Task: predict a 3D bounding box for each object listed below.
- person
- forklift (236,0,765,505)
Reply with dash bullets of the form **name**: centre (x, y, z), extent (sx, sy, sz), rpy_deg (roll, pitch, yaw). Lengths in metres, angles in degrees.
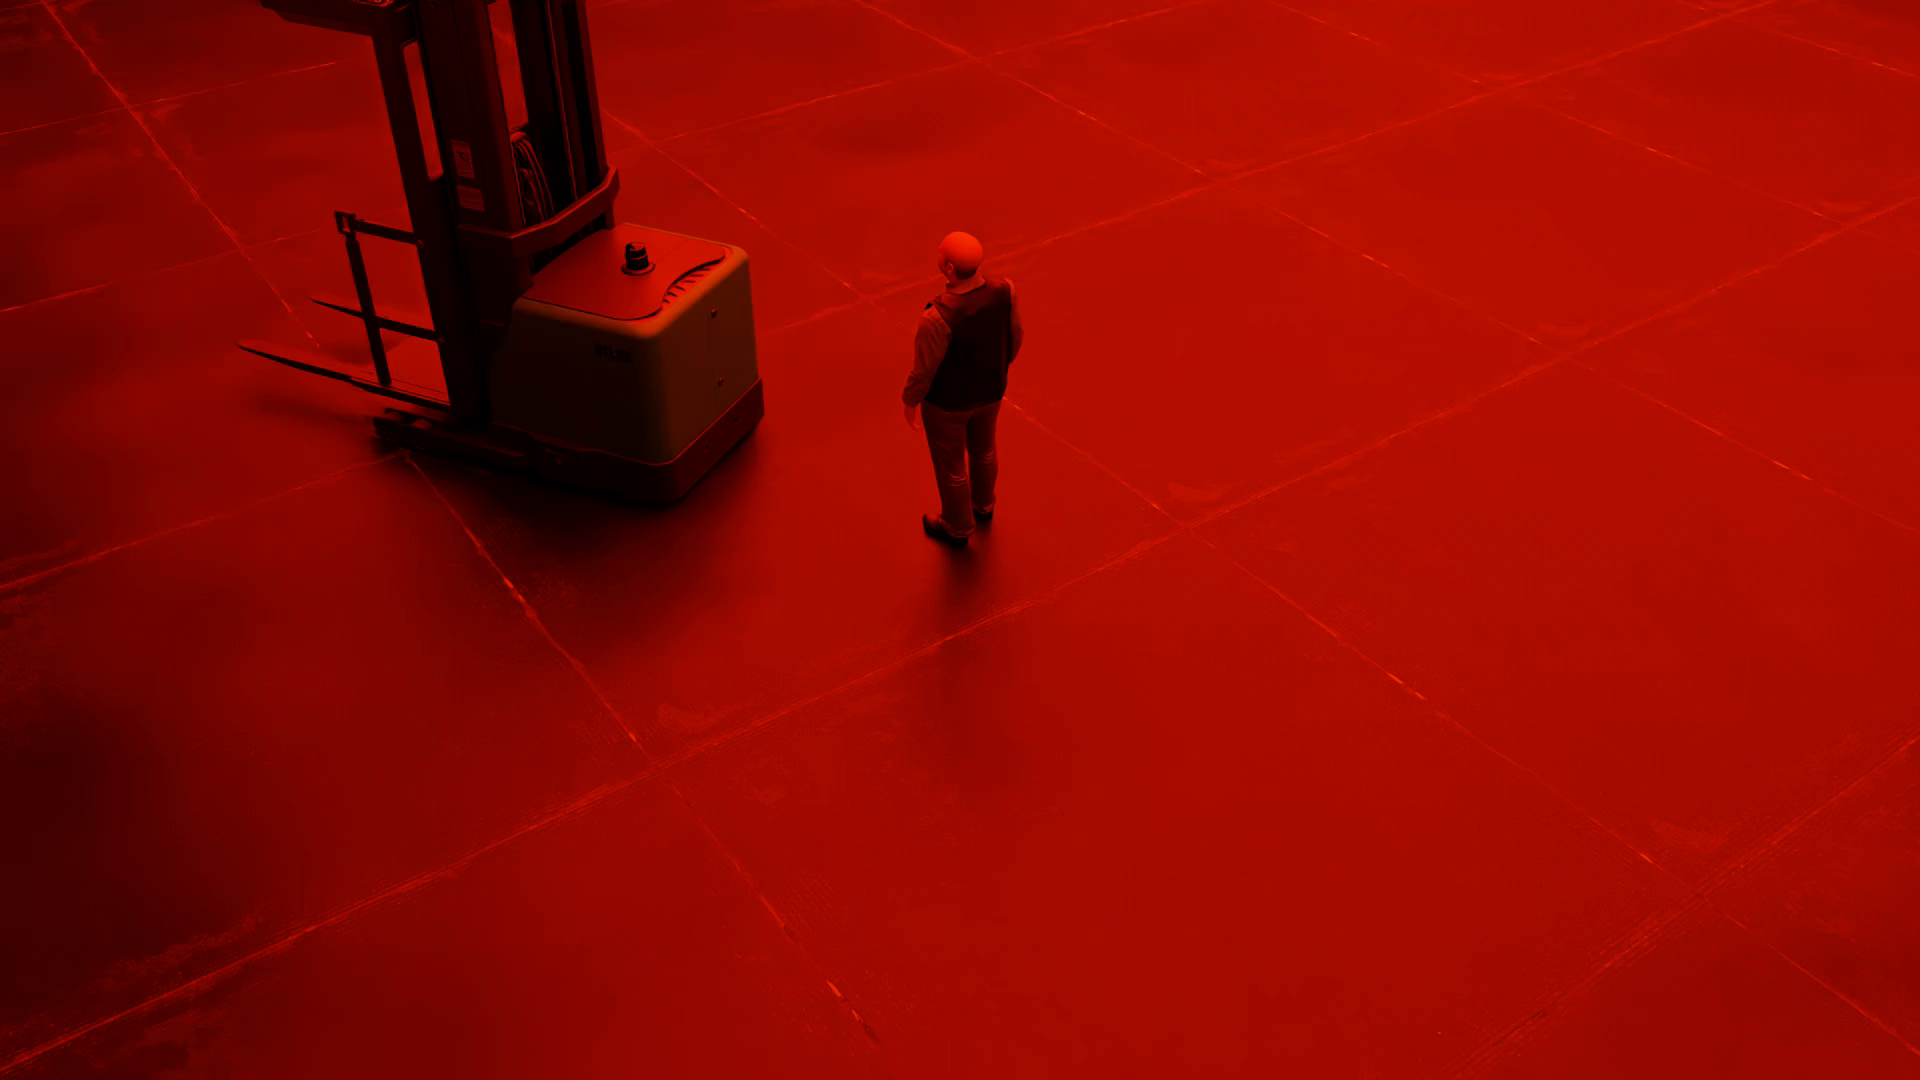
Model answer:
- **person**: centre (-0.029, -0.731, 7.938), extent (0.632, 1.720, 0.568), rpy_deg (-23, 42, -28)
- **forklift**: centre (-2.647, -1.939, 8.567), extent (3.031, 2.935, 1.130), rpy_deg (15, 39, 19)
